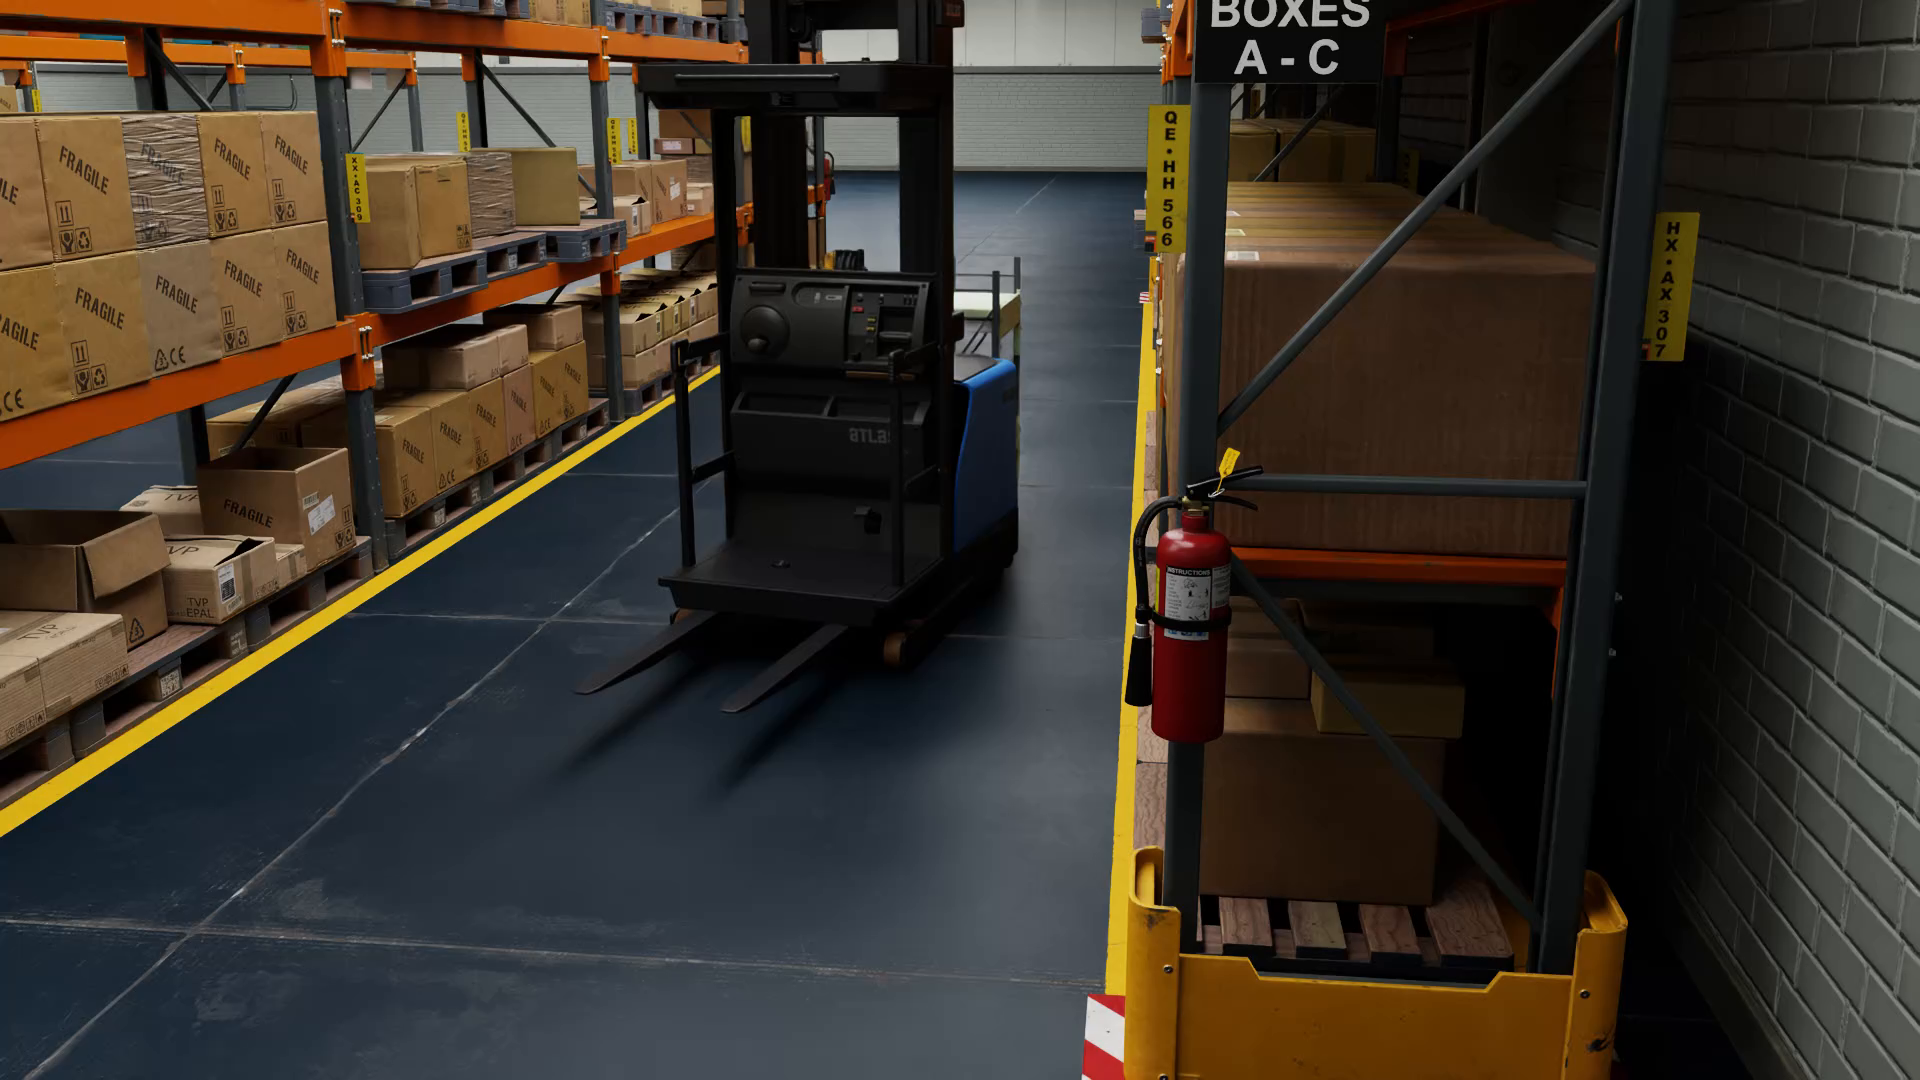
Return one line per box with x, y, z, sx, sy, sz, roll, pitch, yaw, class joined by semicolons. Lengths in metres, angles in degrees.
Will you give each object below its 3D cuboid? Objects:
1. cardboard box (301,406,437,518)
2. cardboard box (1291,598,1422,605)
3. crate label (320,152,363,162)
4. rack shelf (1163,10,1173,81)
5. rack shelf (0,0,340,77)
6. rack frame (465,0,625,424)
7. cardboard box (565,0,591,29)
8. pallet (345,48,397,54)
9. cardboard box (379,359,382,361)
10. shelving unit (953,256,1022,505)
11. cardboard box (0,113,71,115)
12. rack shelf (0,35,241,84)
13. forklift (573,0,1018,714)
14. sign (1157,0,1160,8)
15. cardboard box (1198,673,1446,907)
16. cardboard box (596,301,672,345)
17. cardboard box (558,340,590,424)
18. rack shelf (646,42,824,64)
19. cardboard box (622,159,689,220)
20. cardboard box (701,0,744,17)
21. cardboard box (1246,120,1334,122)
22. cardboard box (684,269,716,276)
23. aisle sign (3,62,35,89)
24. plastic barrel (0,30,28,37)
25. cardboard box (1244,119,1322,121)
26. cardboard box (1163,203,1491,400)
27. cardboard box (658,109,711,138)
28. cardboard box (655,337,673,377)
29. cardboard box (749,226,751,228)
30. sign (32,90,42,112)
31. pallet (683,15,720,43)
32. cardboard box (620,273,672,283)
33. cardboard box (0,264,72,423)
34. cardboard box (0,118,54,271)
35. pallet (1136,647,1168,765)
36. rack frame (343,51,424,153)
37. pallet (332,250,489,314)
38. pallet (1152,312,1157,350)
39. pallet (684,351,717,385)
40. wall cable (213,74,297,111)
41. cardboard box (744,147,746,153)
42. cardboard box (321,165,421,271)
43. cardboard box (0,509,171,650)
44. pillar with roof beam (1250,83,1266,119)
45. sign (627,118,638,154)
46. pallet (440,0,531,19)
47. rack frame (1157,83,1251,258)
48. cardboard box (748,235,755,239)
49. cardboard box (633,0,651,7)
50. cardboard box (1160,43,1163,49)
-3.166;-0.425;8.933;0.500;0.500;0.500;1;15;4;cardboard box
1.258;0.230;5.307;0.380;0.149;0.250;2;15;7;cardboard box
-6.969;-4.092;18.480;0.502;0.435;0.616;2;15;6;crate label
1.686;-2.775;9.311;1.077;0.370;4.000;2;15;6;rack shelf
-3.688;-1.883;6.010;1.077;0.370;4.000;2;15;6;rack shelf
-3.011;-2.338;12.063;1.000;3.000;0.127;2;15;6;rack frame
-3.027;-3.720;11.236;0.910;0.500;0.500;2;15;6;cardboard box
-7.220;-5.705;19.130;1.003;0.211;1.213;2;15;6;pallet
-3.462;-0.968;10.943;0.500;0.500;0.500;1;15;6;cardboard box
0.071;-0.759;9.096;0.431;1.500;0.755;3;15;10;shelving unit
-3.912;-1.451;6.674;0.500;0.500;0.500;1;15;5;cardboard box
-7.707;-4.105;14.227;1.077;0.370;4.000;2;15;6;rack shelf
-0.648;-0.979;7.167;1.130;2.935;3.031;5;16;18;forklift
1.823;-4.942;14.956;0.100;0.325;0.005;2;15;6;sign
0.988;0.701;4.807;0.700;0.500;0.500;2;15;6;cardboard box
-2.609;-1.748;13.269;0.500;0.311;0.500;1;15;5;cardboard box
-2.884;-1.095;11.409;0.500;0.500;0.500;2;15;8;cardboard box
-2.334;-4.995;17.520;1.077;0.370;4.000;2;15;6;rack shelf
-2.722;-3.089;14.647;0.500;0.500;0.500;3;15;10;cardboard box
-2.241;-5.265;15.876;0.500;0.500;0.500;3;15;11;cardboard box
2.056;-2.497;10.415;0.500;0.250;0.500;1;15;4;cardboard box
-2.321;-2.408;15.711;0.500;0.311;0.500;2;15;6;cardboard box
-11.646;-5.968;20.506;0.394;0.787;0.004;2;15;6;aisle sign
-7.624;-4.382;12.913;0.600;0.901;0.600;0;15;0;plastic barrel
2.118;-2.632;10.911;0.500;0.250;0.500;2;15;8;cardboard box
1.222;-0.782;5.734;0.980;0.700;0.700;1;15;4;cardboard box
-2.516;-4.166;16.144;0.700;0.500;0.500;2;15;7;cardboard box
-2.605;-1.471;13.320;0.500;0.250;0.500;1;15;5;cardboard box
-2.562;-3.129;18.014;0.500;0.500;0.500;2;15;6;cardboard box
-11.402;-5.396;20.547;0.100;0.325;0.005;2;15;6;sign
-2.647;-4.502;14.686;0.805;0.209;1.217;1;15;4;pallet
-2.916;-2.292;15.282;0.500;0.311;0.500;2;15;6;cardboard box
-3.489;-0.683;5.750;0.500;0.500;0.500;2;15;6;cardboard box
-3.489;-1.167;5.625;0.500;0.500;0.500;2;15;7;cardboard box
1.161;0.702;6.160;1.003;0.211;1.213;2;15;6;pallet
-7.030;-4.560;20.280;1.000;3.000;0.127;2;15;6;rack frame
-3.264;-1.412;9.006;1.003;0.211;1.213;2;15;6;pallet
2.403;-2.060;16.376;1.003;0.211;1.213;2;15;6;pallet
-2.739;-1.520;14.379;1.003;0.211;1.213;2;15;6;pallet
-22.673;-14.892;52.945;3.097;2.526;0.112;2;15;6;wall cable
-2.309;-3.866;16.279;0.380;0.149;0.250;2;15;7;cardboard box
-3.187;-1.668;8.589;0.700;0.500;0.500;-3;16;-13;cardboard box
-3.669;0.179;6.692;0.797;0.503;0.637;2;15;6;cardboard box
-0.006;-8.640;23.876;9.100;9.000;0.400;2;15;6;pillar with roof beam
-3.112;-3.848;15.835;0.100;0.325;0.005;2;15;6;sign
-3.205;-3.094;9.472;1.213;0.211;1.003;2;15;6;pallet
2.814;-4.268;19.200;1.000;3.000;0.127;2;15;6;rack frame
-2.148;-2.854;16.997;0.500;0.500;0.500;2;15;6;cardboard box
-2.836;-4.460;13.646;0.500;0.250;0.500;0;15;2;cardboard box
2.377;-5.422;17.490;0.500;0.500;0.500;2;15;9;cardboard box
